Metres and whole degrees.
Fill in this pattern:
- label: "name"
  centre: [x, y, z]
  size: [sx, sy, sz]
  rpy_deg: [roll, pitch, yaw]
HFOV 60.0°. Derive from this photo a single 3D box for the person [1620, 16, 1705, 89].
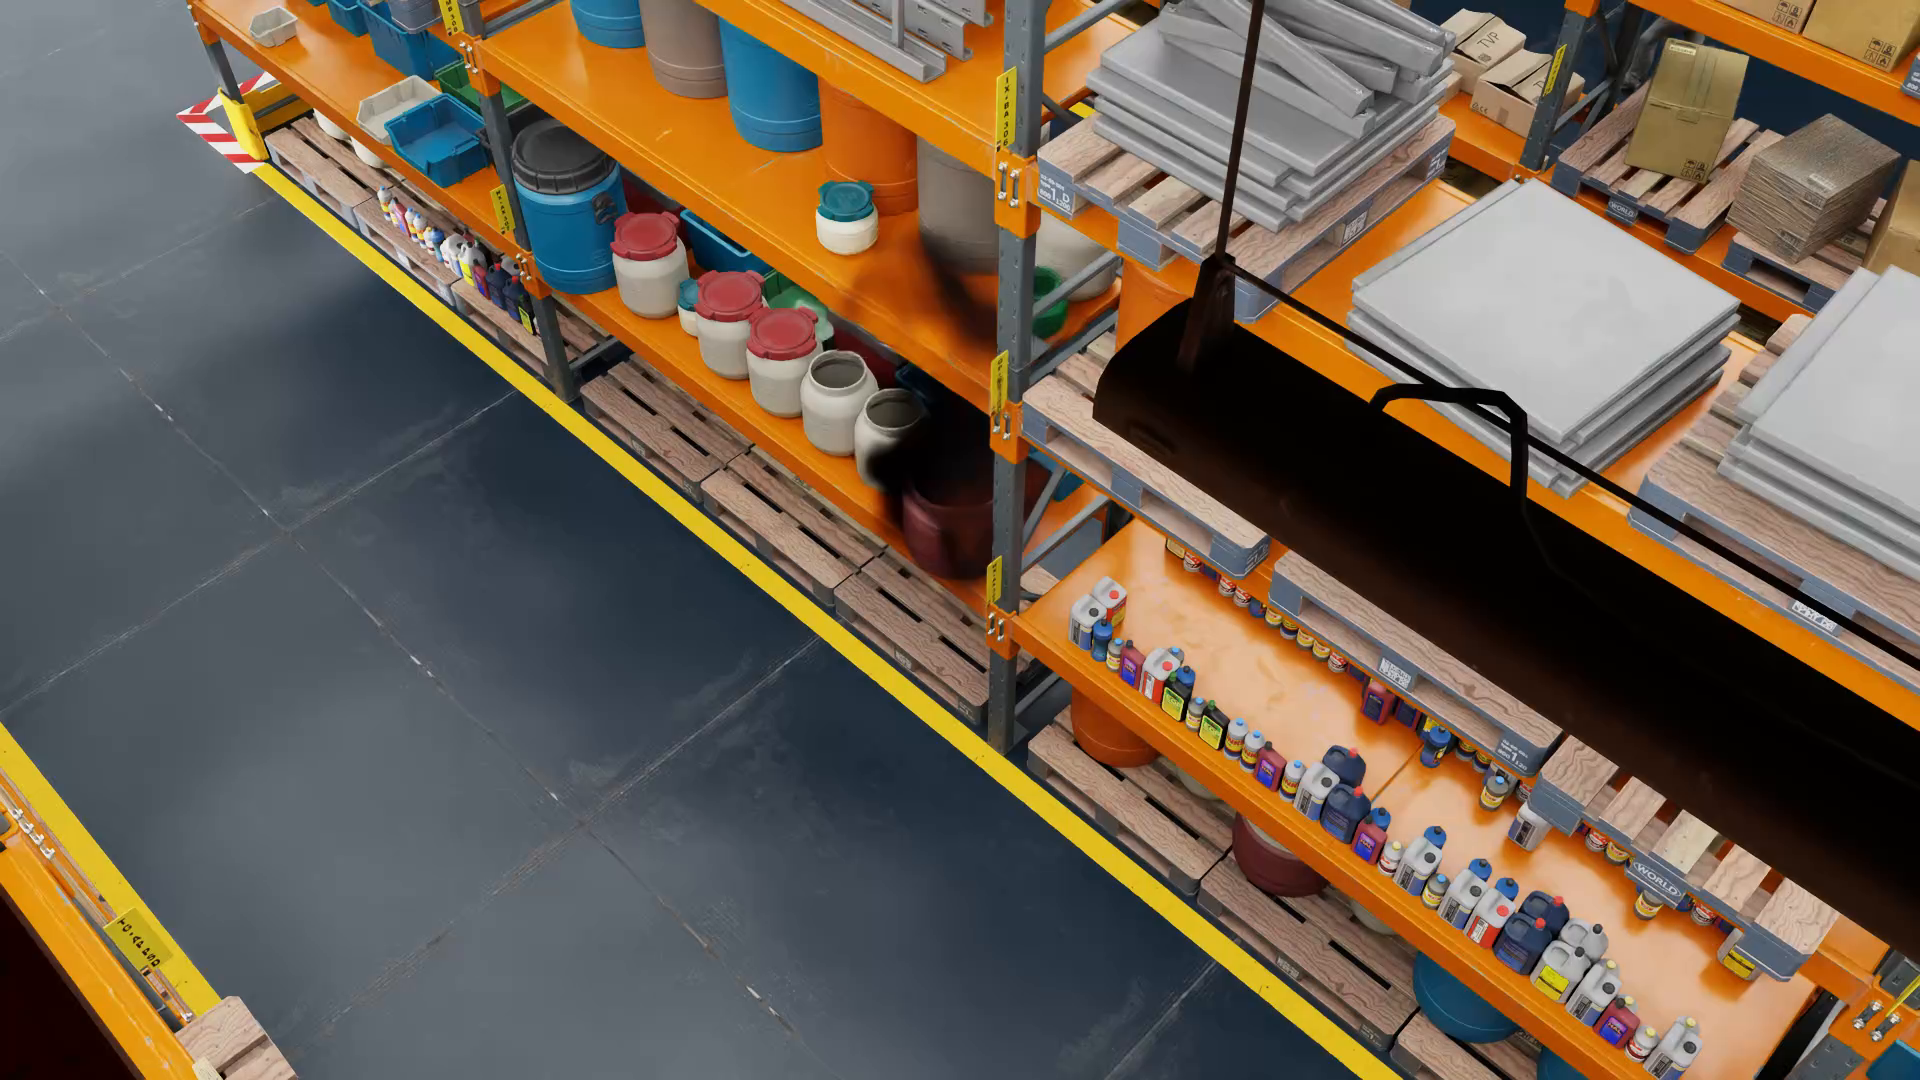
- label: "person"
  centre: [5.628, -3.994, 12.725]
  size: [0.952, 1.625, 0.645]
  rpy_deg: [25, 54, 20]
